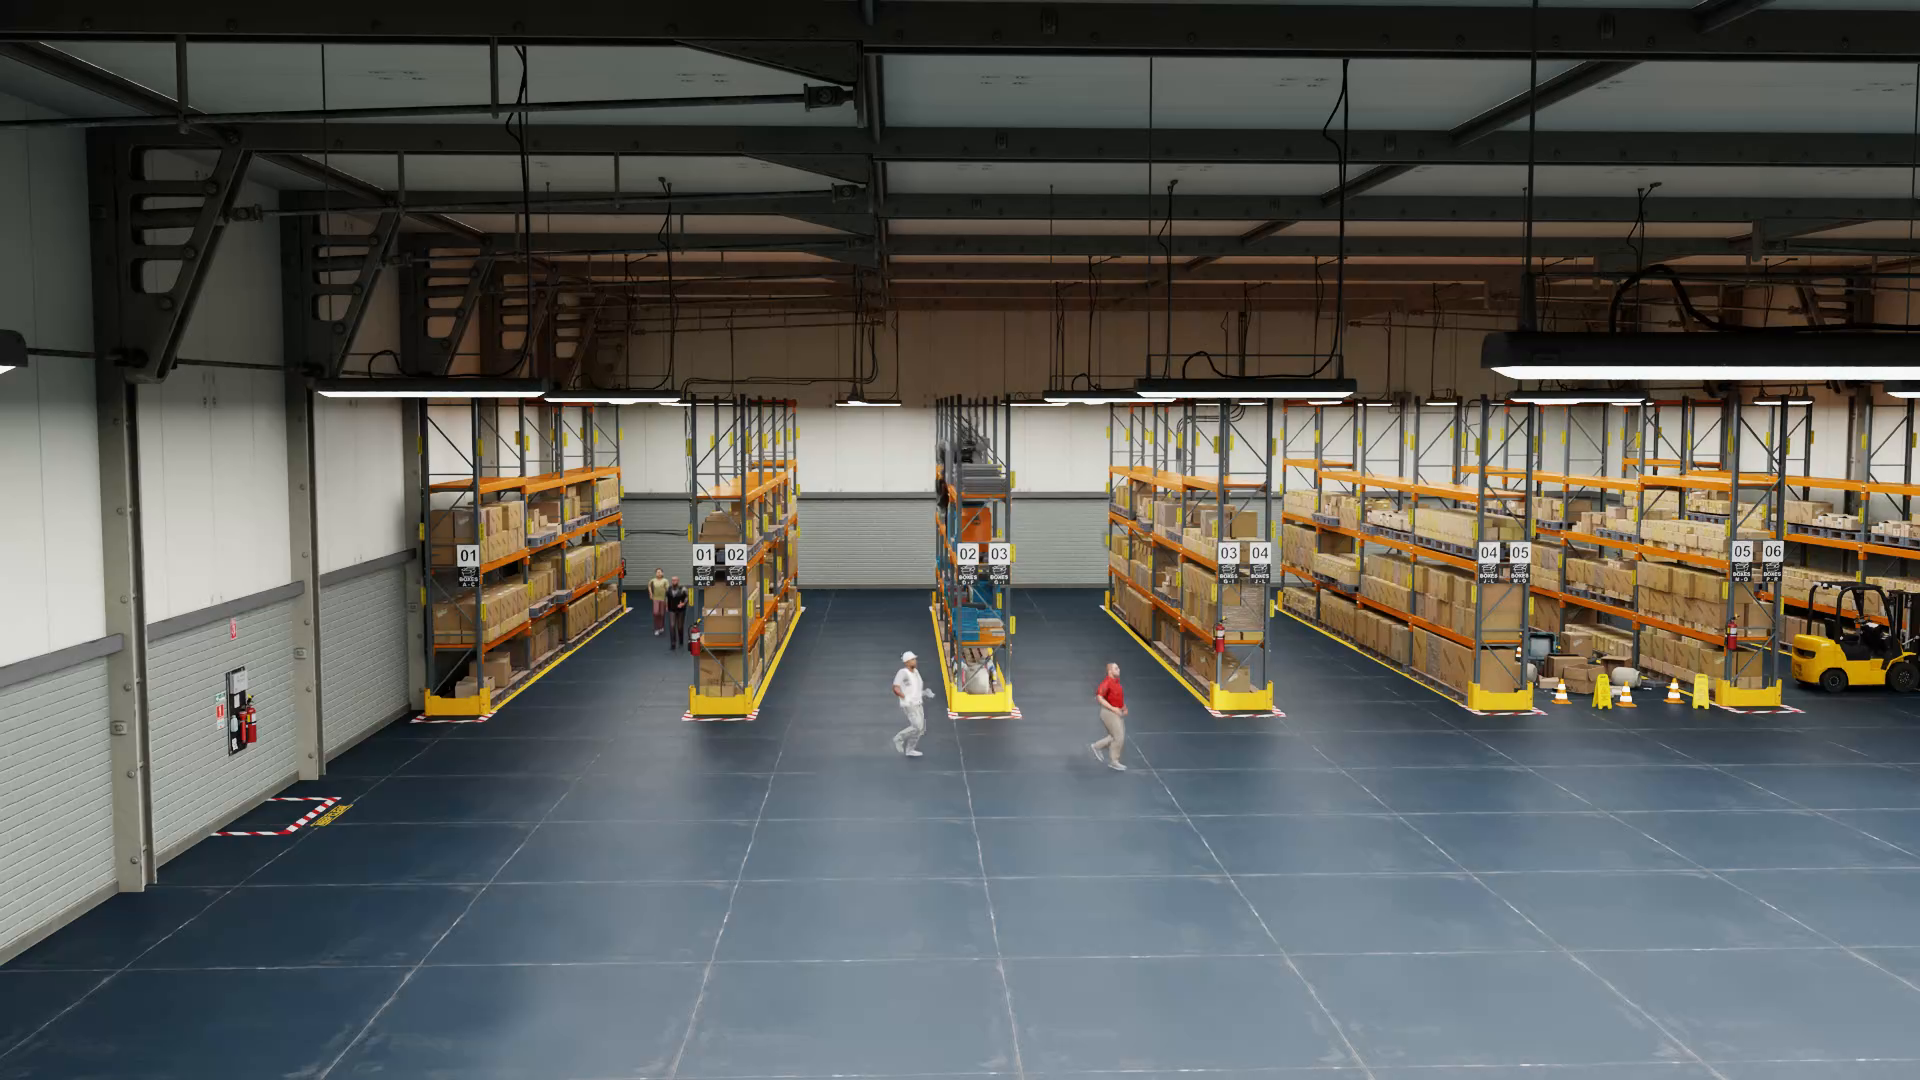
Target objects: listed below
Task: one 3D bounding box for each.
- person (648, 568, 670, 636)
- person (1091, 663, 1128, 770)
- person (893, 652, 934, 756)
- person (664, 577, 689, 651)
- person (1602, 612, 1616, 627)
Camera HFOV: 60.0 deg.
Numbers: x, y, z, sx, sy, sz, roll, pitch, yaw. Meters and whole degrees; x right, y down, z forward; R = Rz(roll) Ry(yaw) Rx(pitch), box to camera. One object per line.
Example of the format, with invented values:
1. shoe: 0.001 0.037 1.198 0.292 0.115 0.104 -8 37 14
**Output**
1. person: -7.639 1.567 42.263 0.561 1.722 0.688 -1 5 -10
2. person: 2.373 2.797 26.493 0.618 1.704 0.672 2 5 23
3. person: -0.783 2.701 27.353 0.612 1.735 0.678 2 5 22
4. person: -6.748 1.745 39.782 0.675 1.774 0.774 0 4 2
5. person: 16.508 1.574 42.436 0.569 1.609 0.561 0 5 -4
